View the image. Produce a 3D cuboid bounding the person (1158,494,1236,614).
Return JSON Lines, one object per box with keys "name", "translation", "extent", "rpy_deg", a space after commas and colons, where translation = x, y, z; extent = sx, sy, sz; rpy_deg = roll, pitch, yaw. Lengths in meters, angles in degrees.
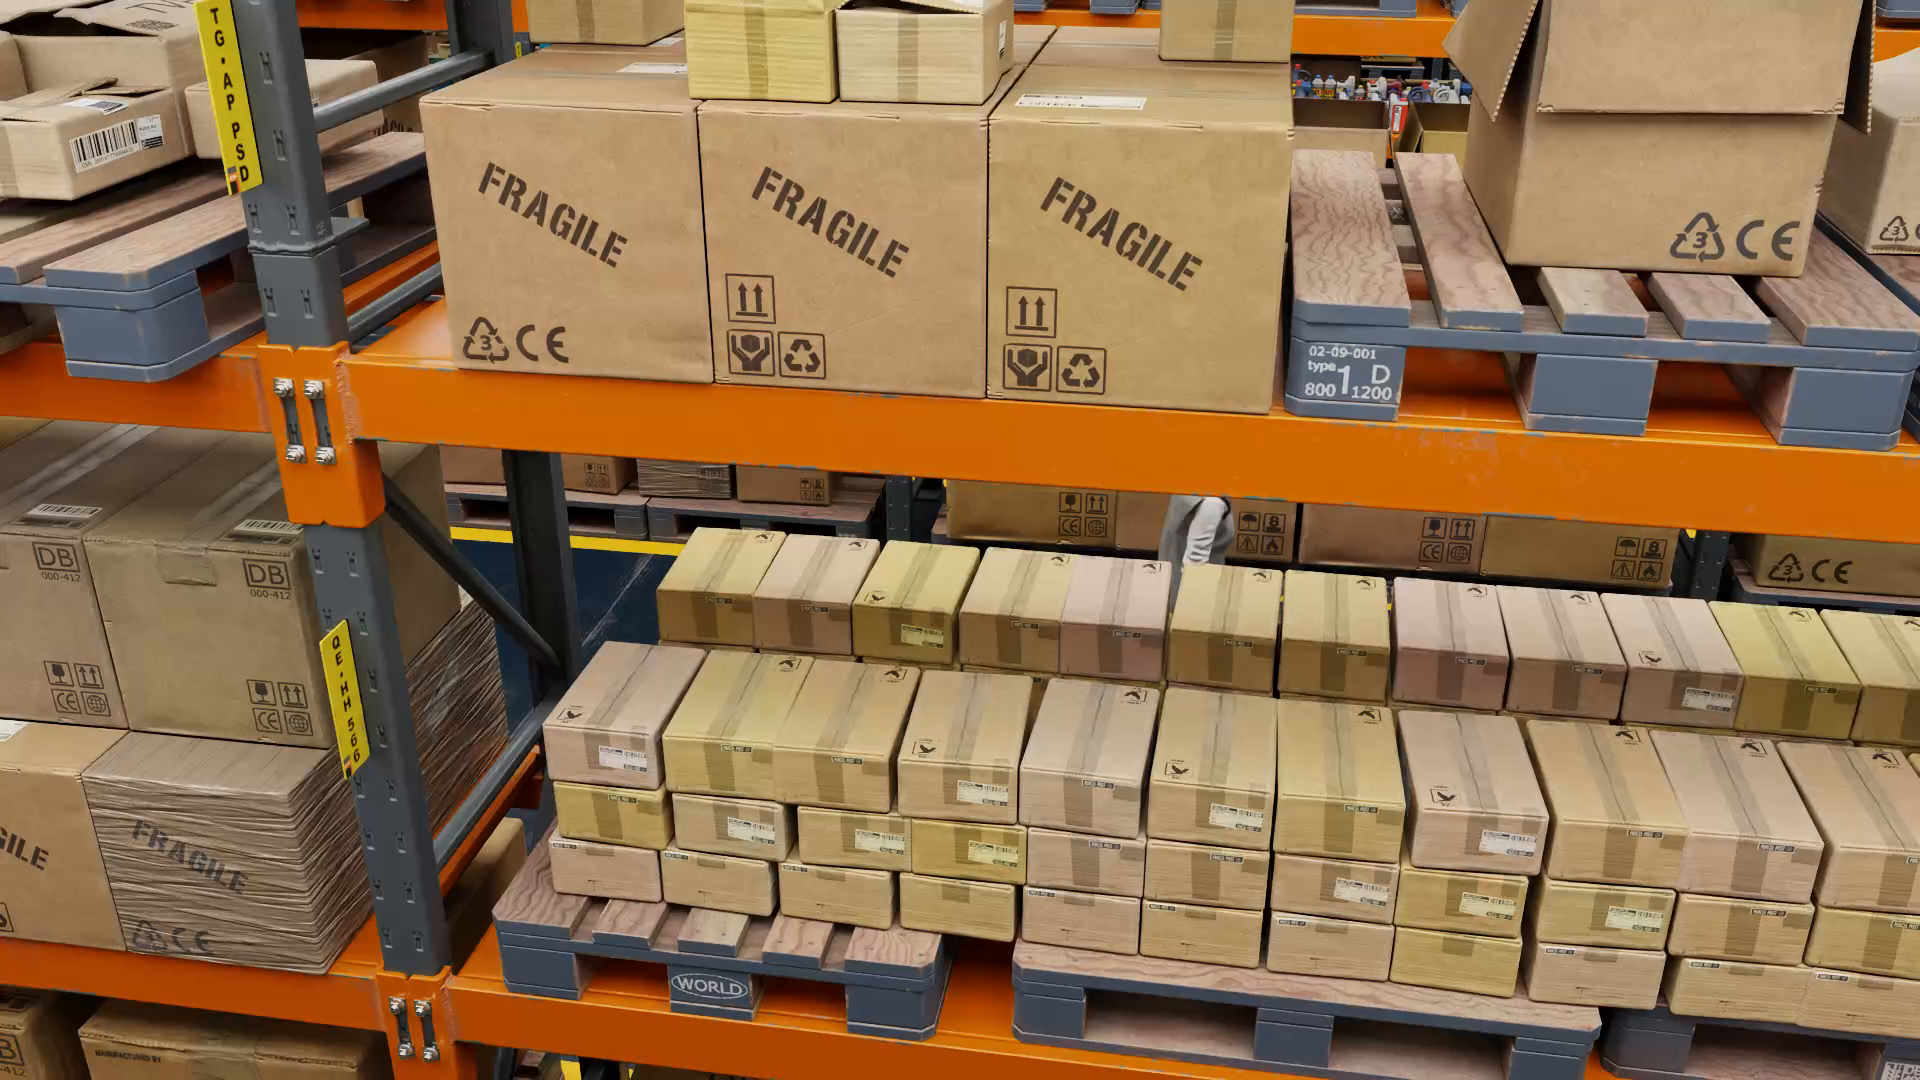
{"name": "person", "translation": [0.943, 0.266, 6.561], "extent": [0.347, 1.590, 0.476], "rpy_deg": [3, 25, 6]}
